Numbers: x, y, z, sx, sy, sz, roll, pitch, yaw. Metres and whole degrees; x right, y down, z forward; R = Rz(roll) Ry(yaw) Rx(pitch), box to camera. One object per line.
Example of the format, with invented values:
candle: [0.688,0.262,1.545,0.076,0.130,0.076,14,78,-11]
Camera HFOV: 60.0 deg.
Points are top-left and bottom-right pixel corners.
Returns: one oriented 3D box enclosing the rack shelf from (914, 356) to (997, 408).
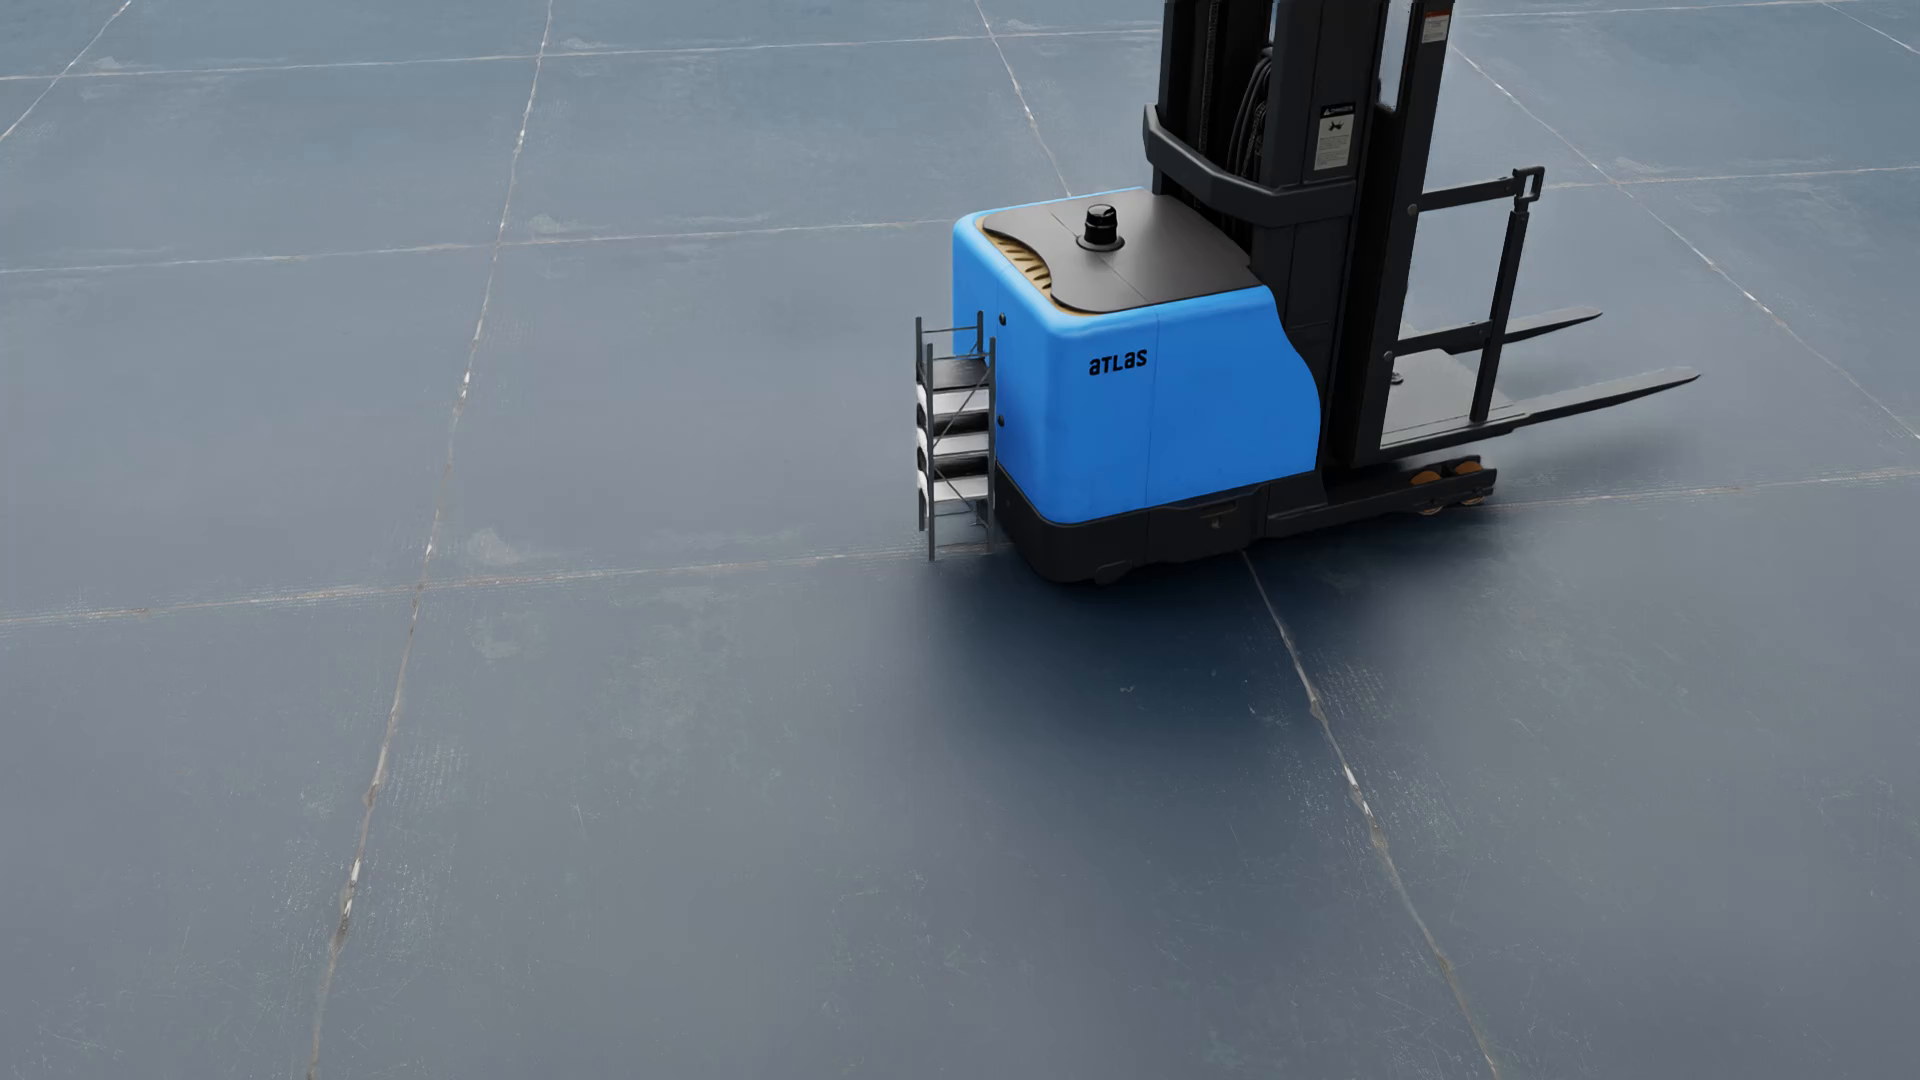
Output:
rack shelf: [-0.016,-0.558,5.849,0.258,0.077,0.200,-7,35,-10]

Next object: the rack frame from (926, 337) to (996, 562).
rack frame: [0.004,-0.306,5.900,0.240,0.900,0.006,-7,35,-10]

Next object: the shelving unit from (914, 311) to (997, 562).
shelving unit: [-0.016,-0.362,5.982,0.258,0.900,0.210,-7,35,-10]

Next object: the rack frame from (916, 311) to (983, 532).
rack frame: [-0.037,-0.418,6.064,0.240,0.900,0.006,-7,35,-10]

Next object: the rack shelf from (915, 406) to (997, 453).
rack shelf: [-0.016,-0.409,5.950,0.258,0.077,0.200,-7,35,-10]

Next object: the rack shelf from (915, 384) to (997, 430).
rack shelf: [-0.016,-0.483,5.900,0.258,0.077,0.200,-7,35,-10]

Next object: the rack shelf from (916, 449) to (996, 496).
rack shelf: [-0.016,-0.260,6.052,0.258,0.077,0.200,-7,35,-10]

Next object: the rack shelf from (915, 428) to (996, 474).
rack shelf: [-0.016,-0.335,6.001,0.258,0.077,0.200,-7,35,-10]

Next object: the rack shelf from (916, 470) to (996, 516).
rack shelf: [-0.016,-0.186,6.102,0.258,0.077,0.200,-7,35,-10]

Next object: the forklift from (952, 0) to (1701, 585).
forklift: [1.528,-1.570,5.952,3.031,2.935,1.130,-13,36,-18]
